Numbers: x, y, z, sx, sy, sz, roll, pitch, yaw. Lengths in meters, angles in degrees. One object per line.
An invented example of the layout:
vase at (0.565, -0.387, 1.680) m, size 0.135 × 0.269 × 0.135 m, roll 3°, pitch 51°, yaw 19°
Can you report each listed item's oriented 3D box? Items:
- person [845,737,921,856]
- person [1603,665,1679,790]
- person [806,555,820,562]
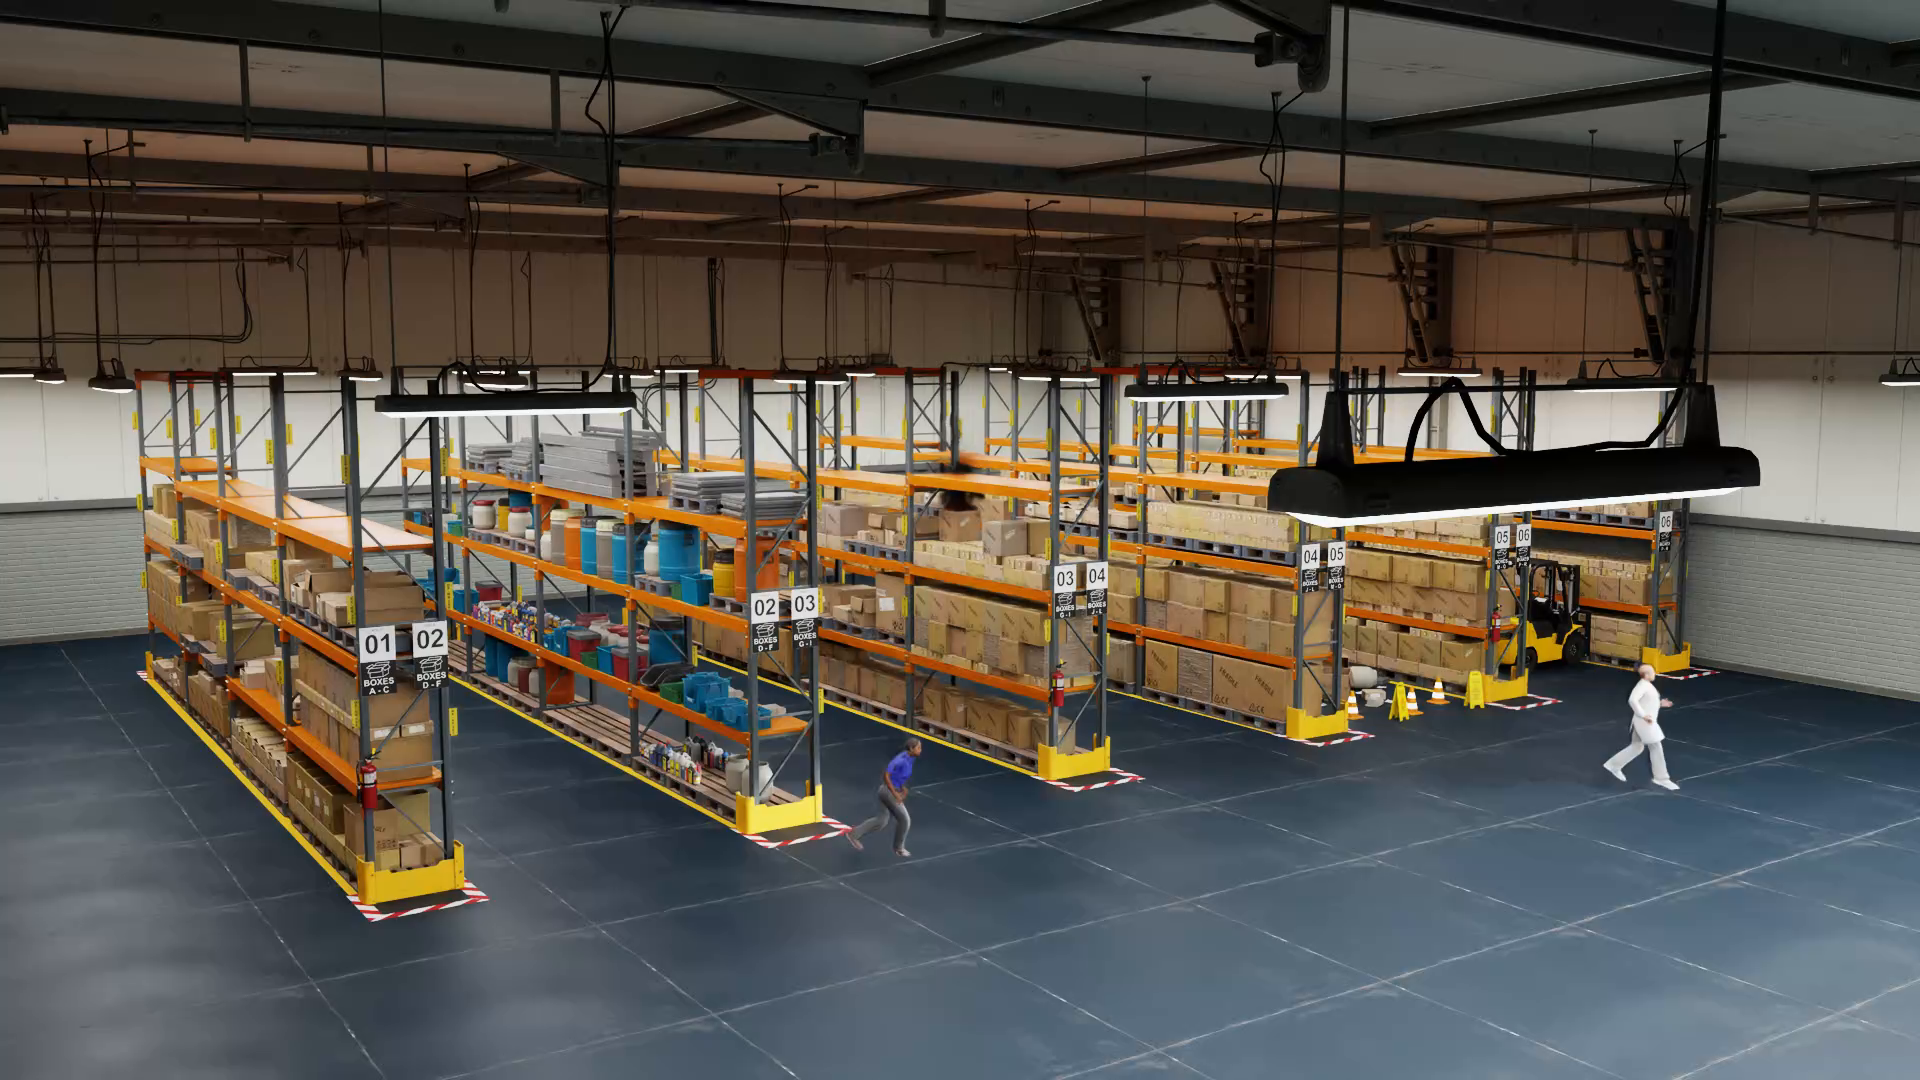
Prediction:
person at (-0.965, 3.241, 20.967) m, size 0.969 × 1.567 × 0.567 m, roll 1°, pitch 7°, yaw 8°
person at (9.944, 2.706, 24.208) m, size 1.040 × 1.805 × 0.668 m, roll 1°, pitch 7°, yaw 11°
person at (-3.549, 0.725, 41.798) m, size 0.968 × 1.766 × 0.691 m, roll -1°, pitch 7°, yaw -10°
